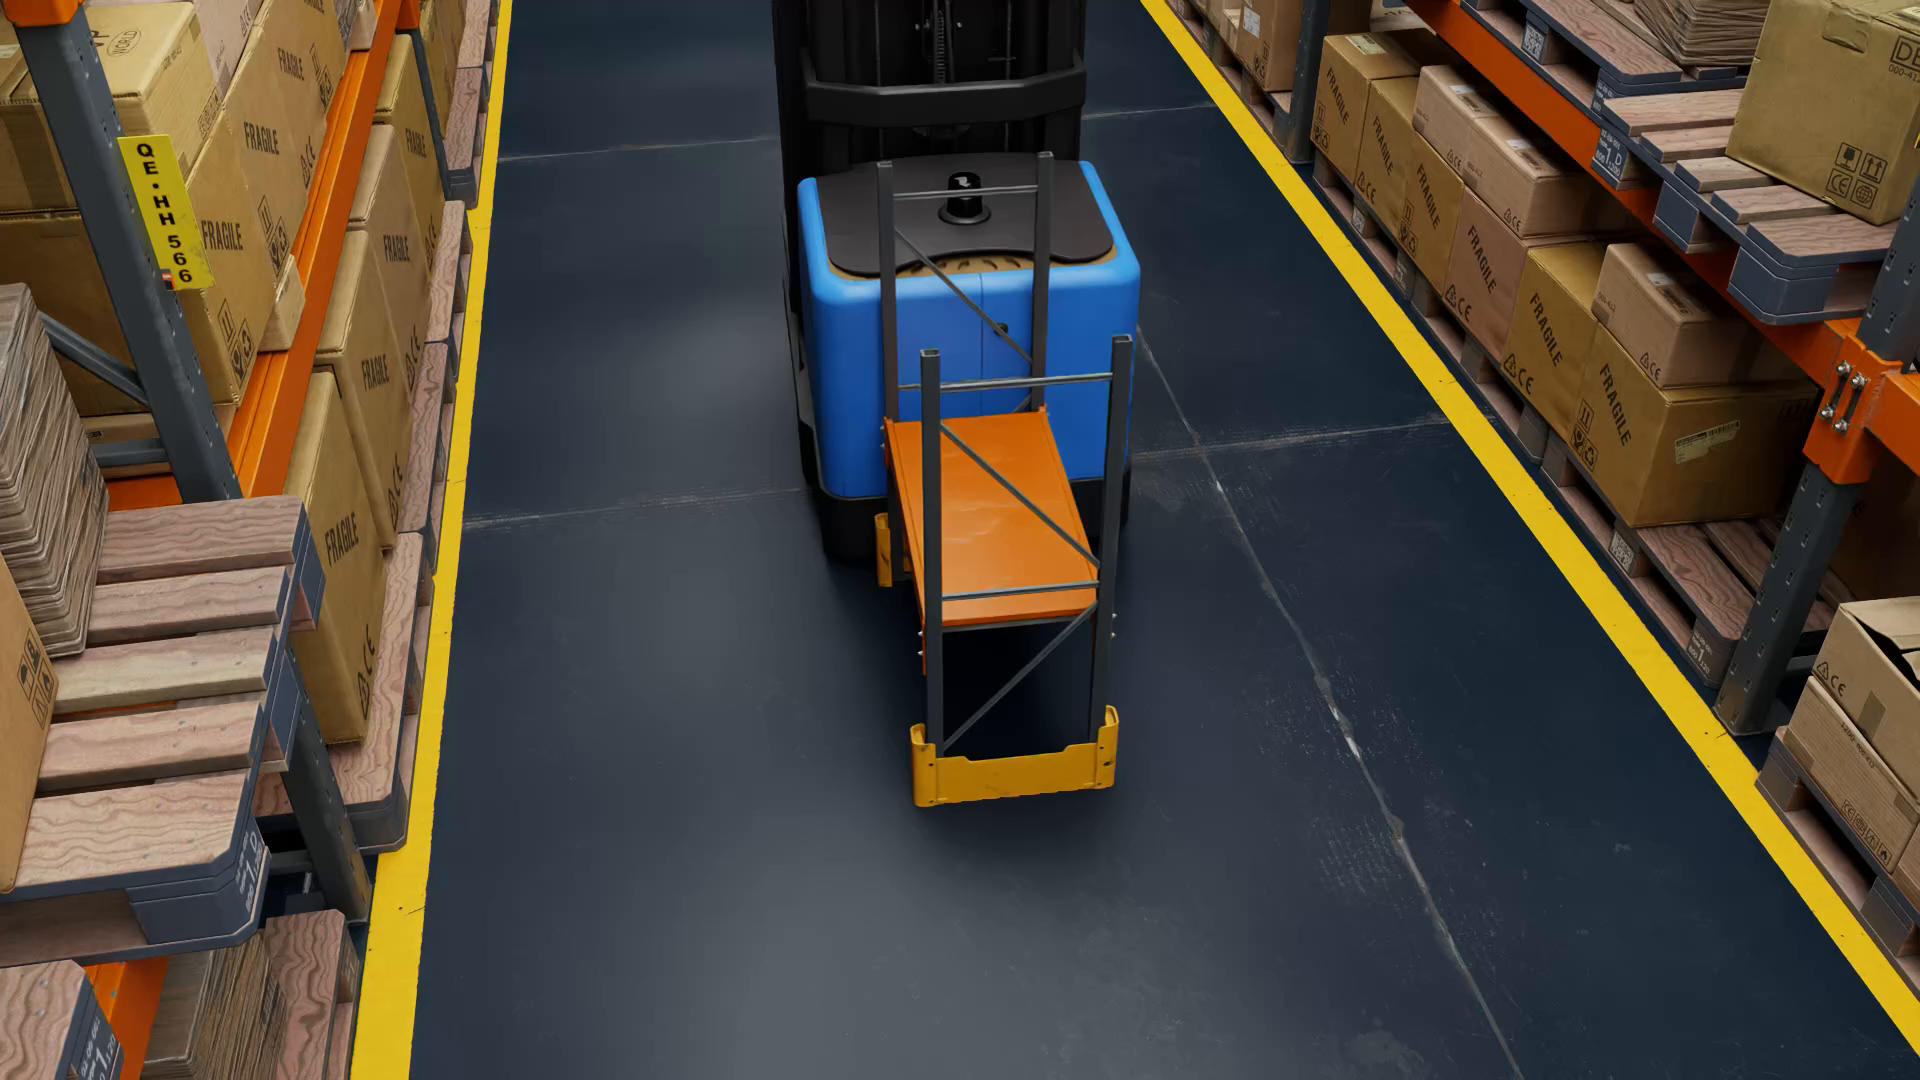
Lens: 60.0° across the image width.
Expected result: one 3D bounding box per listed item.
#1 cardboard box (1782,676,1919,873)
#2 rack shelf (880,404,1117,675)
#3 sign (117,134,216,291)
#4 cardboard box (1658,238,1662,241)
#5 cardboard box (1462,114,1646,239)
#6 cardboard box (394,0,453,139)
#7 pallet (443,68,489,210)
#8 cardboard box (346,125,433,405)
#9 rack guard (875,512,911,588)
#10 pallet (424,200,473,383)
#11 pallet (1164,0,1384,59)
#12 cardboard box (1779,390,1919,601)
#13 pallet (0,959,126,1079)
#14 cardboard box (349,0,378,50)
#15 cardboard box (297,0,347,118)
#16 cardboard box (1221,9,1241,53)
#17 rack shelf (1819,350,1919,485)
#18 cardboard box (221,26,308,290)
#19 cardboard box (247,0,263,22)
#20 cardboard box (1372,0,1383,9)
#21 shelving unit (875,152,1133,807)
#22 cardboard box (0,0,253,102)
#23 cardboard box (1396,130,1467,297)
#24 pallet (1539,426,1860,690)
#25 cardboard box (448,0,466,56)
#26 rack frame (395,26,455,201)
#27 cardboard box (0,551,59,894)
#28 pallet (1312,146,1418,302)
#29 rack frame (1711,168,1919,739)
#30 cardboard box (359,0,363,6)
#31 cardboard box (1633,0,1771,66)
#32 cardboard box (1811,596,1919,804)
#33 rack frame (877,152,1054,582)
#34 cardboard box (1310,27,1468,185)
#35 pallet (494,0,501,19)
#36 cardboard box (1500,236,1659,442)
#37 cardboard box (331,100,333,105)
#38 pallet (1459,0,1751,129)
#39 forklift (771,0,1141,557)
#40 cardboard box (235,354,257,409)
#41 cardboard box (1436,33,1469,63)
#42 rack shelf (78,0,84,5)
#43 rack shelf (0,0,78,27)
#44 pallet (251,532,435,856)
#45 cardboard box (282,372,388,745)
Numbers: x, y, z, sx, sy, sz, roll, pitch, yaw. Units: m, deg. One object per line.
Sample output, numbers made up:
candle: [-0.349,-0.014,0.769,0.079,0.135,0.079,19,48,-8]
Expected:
cardboard box: [2.599,0.589,4.446,0.500,0.250,0.500,-6,38,-8]
rack shelf: [0.086,-0.030,4.860,0.538,0.185,1.000,-5,38,-6]
sign: [-1.548,-0.634,3.242,0.100,0.325,0.005,-6,38,-8]
cardboard box: [2.817,-0.790,6.001,0.500,0.500,0.500,-7,38,-9]
cardboard box: [2.204,-1.352,6.114,0.500,0.250,0.500,-7,38,-9]
cardboard box: [-2.812,-2.201,7.834,0.700,0.500,0.500,-6,38,-7]
pallet: [-2.838,-1.926,8.058,1.003,0.211,1.213,-6,38,-8]
cardboard box: [-2.381,-0.962,5.953,0.750,0.750,0.750,-5,38,-7]
rack guard: [0.015,0.013,5.529,0.587,0.250,0.087,-5,38,-6]
pallet: [-2.572,-1.001,6.866,1.003,0.211,1.213,-6,38,-8]
pallet: [1.758,-3.147,9.629,1.003,0.211,1.213,-6,38,-8]
cardboard box: [2.998,-0.171,5.204,0.500,0.500,0.500,-5,38,-6]
pallet: [-1.693,1.123,2.016,1.003,0.211,1.213,-6,38,-8]
cardboard box: [-2.271,-1.830,5.850,0.380,0.149,0.250,-6,38,-8]
cardboard box: [-2.181,-1.561,4.973,0.500,0.500,0.500,-5,38,-7]
cardboard box: [1.591,-2.677,8.715,0.380,0.149,0.250,-6,38,-8]
rack shelf: [3.147,0.813,2.845,1.077,0.370,4.000,-6,38,-8]
cardboard box: [-1.996,-0.947,4.184,0.500,0.500,0.500,-5,38,-6]
cardboard box: [-2.092,-1.533,4.327,0.500,0.250,0.500,-6,38,-8]
cardboard box: [2.073,-2.948,9.051,0.380,0.166,0.250,-6,38,-8]
shelving unit: [0.085,-0.178,4.757,0.587,1.500,1.083,-5,38,-6]
cardboard box: [-2.001,-1.231,3.939,0.500,0.250,0.500,-7,38,-9]
cardboard box: [2.125,-1.340,6.708,0.500,0.500,0.500,-6,38,-7]
pallet: [2.703,-0.033,5.620,1.003,0.211,1.213,-6,38,-8]
cardboard box: [-2.984,-2.815,8.624,0.700,0.500,0.500,-5,38,-7]
rack frame: [-2.781,-2.560,6.600,1.000,3.000,0.127,-6,38,-8]
cardboard box: [-1.863,0.260,2.530,0.700,0.500,0.500,-10,39,-12]
pallet: [2.275,-1.507,7.517,1.003,0.211,1.213,-6,38,-8]
rack frame: [2.796,-0.679,4.179,1.000,3.000,0.127,-6,38,-8]
cardboard box: [-2.353,-2.166,5.753,0.500,0.500,0.500,-6,38,-8]
cardboard box: [2.602,-1.826,5.231,0.700,0.500,0.500,0,38,1]
cardboard box: [2.599,0.367,4.274,0.500,0.311,0.500,-5,38,-6]
rack frame: [0.015,-0.481,5.147,0.500,1.500,0.032,-5,38,-6]
cardboard box: [1.940,-1.963,7.511,0.500,0.500,0.500,-8,39,-10]
pallet: [-3.265,-3.400,9.955,1.003,0.211,1.213,-6,38,-8]
cardboard box: [2.311,-0.718,5.908,0.500,0.500,0.500,-8,38,-10]
cardboard box: [-2.264,-1.523,5.454,0.380,0.149,0.250,-7,38,-9]
pallet: [2.451,-1.777,5.749,1.003,0.211,1.213,-6,38,-8]
forklift: [-0.141,-1.998,5.933,1.130,2.935,3.031,-5,38,-6]
cardboard box: [-1.945,-0.430,4.046,0.380,0.149,0.250,-6,38,-7]
cardboard box: [2.464,-2.014,7.577,0.500,0.500,0.500,-6,38,-8]
rack shelf: [-2.431,-2.252,4.346,1.077,0.370,4.000,-6,38,-8]
rack shelf: [-1.729,0.164,1.236,1.077,0.370,4.000,-6,38,-8]
pallet: [-2.144,0.473,4.969,1.003,0.211,1.213,-6,38,-8]
cardboard box: [-2.080,0.081,4.611,0.750,0.750,0.750,-7,38,-9]
